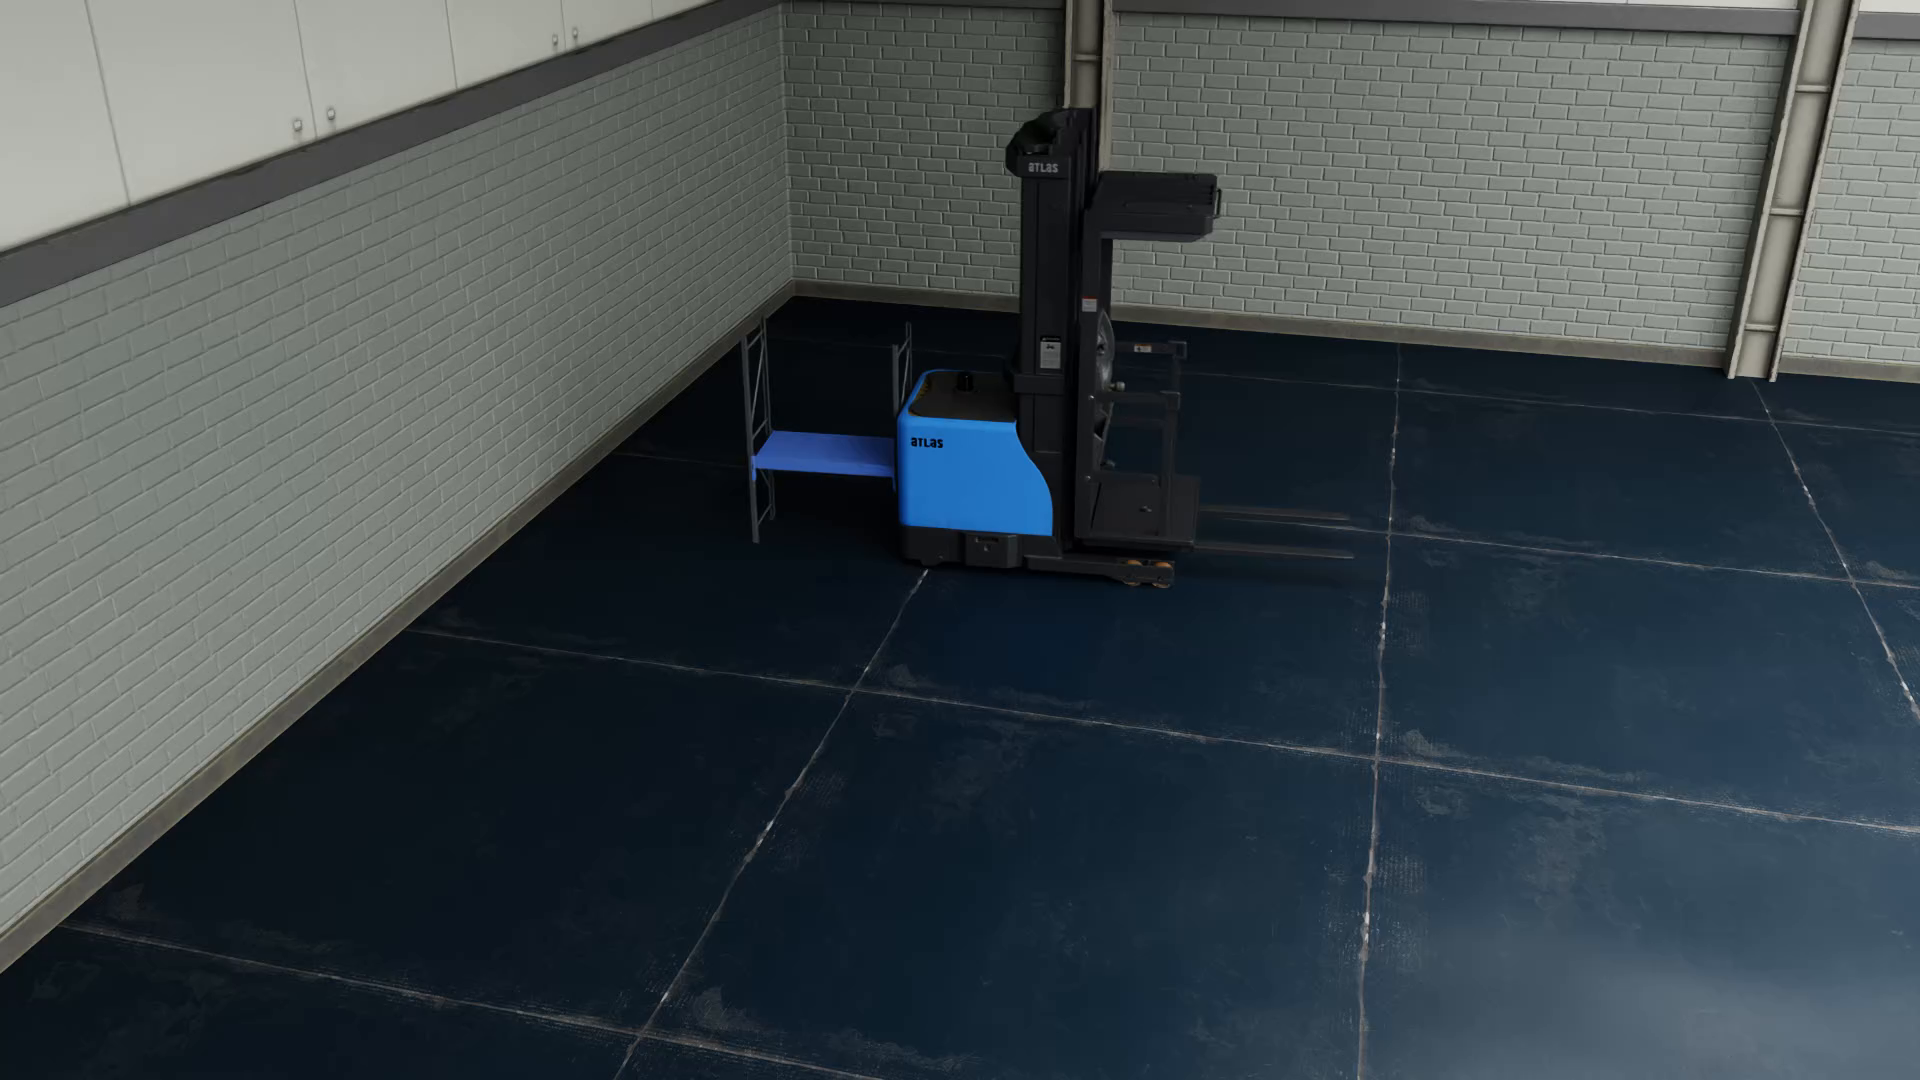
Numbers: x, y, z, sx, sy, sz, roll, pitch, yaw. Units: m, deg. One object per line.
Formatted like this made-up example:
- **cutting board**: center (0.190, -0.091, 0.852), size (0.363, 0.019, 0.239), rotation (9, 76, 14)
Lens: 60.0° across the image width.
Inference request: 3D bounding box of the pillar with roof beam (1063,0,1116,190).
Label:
- **pillar with roof beam**: center (0.094, -4.380, 10.363), size (0.400, 9.000, 9.100), rotation (6, 26, 13)

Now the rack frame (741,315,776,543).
- **rack frame**: center (-1.388, -0.760, 11.483), size (0.032, 1.500, 0.500), rotation (4, 26, 8)

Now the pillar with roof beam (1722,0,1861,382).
- **pillar with roof beam**: center (5.905, -3.737, 9.014), size (0.400, 9.000, 9.100), rotation (6, 26, 13)

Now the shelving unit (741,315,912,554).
- **shelving unit**: center (-0.887, -0.724, 11.409), size (1.048, 1.500, 0.538), rotation (4, 26, 8)

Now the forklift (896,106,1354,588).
- **forklift**: center (1.136, -1.254, 10.857), size (3.031, 2.935, 1.130), rotation (4, 26, 8)

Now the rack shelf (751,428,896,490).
- **rack shelf**: center (-0.887, -0.562, 11.486), size (1.000, 0.185, 0.538), rotation (4, 26, 8)

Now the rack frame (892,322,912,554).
- **rack frame**: center (-0.385, -0.689, 11.334), size (0.032, 1.500, 0.500), rotation (4, 26, 8)
